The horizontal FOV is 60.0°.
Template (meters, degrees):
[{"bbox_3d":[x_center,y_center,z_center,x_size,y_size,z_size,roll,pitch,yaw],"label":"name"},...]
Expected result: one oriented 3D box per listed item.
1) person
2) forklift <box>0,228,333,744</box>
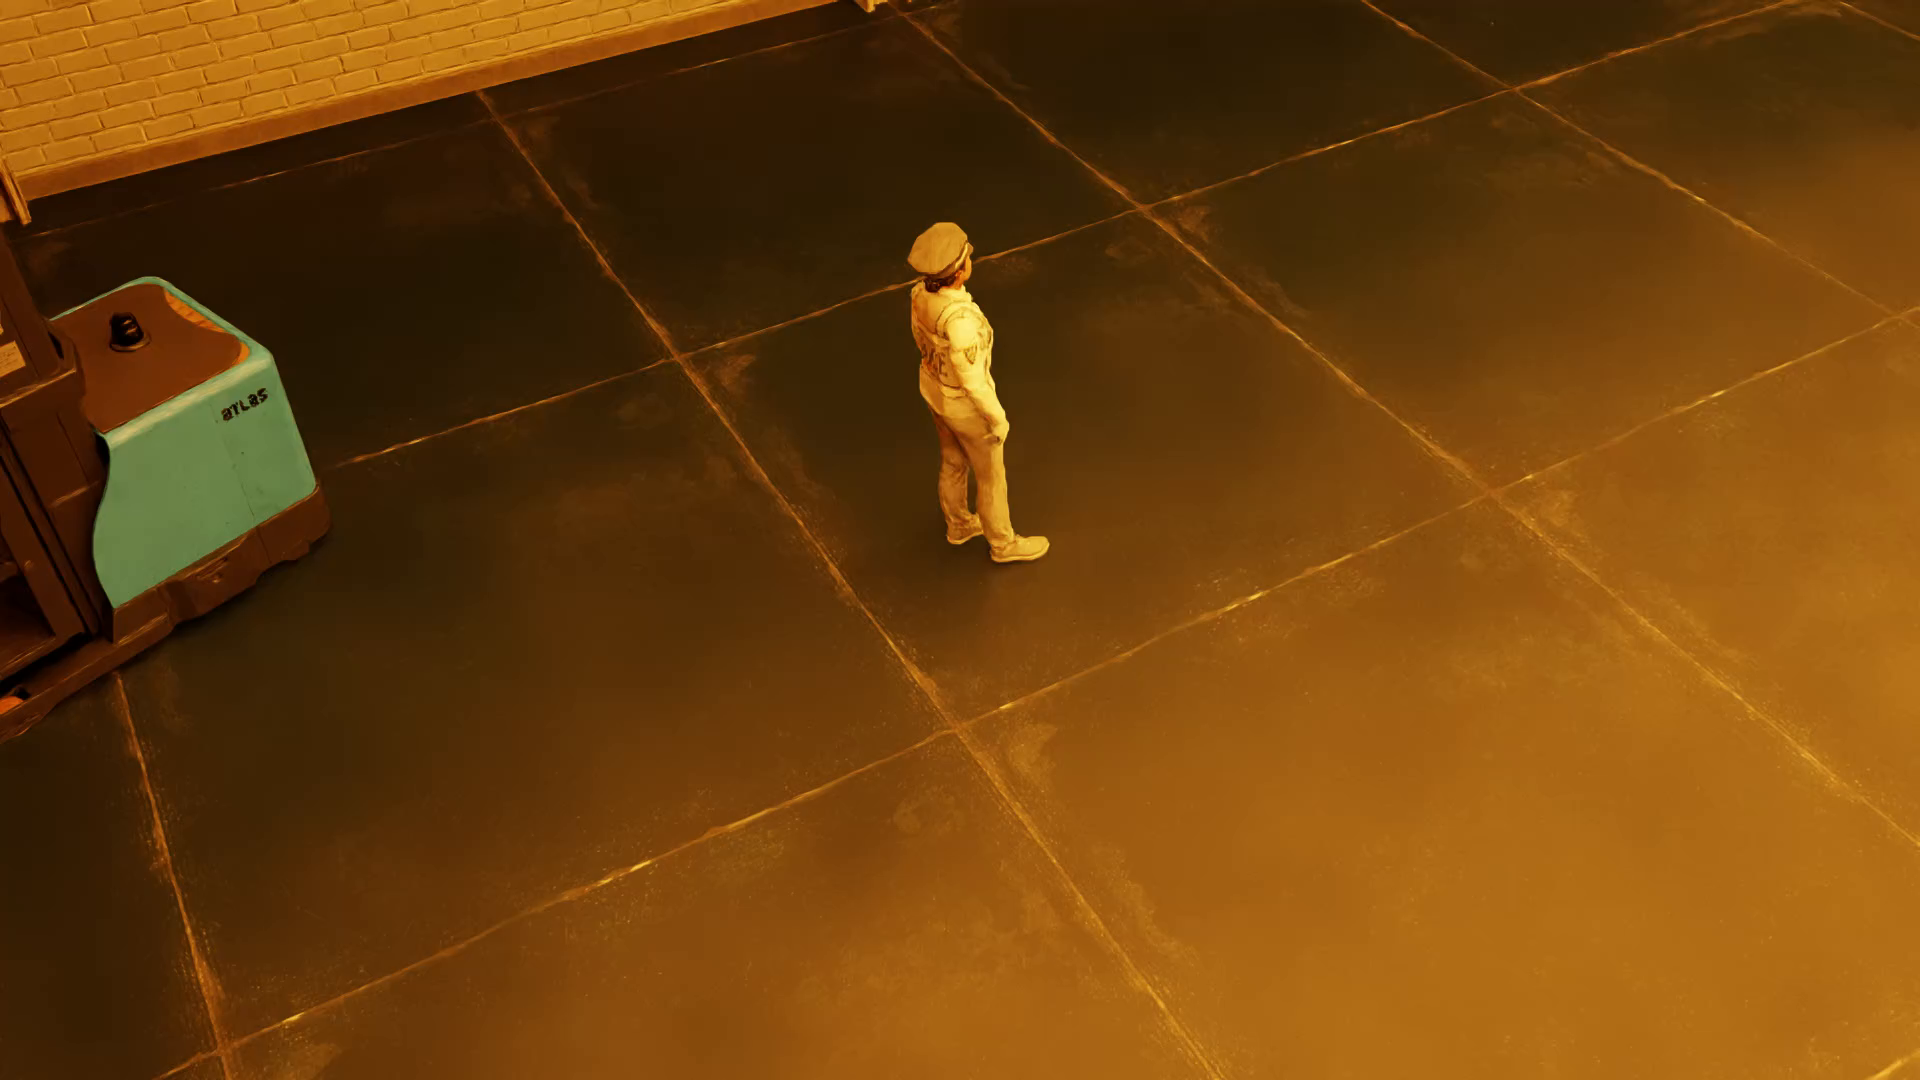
[{"bbox_3d":[0.067,-0.640,7.286,0.533,1.695,0.568,-21,47,-21],"label":"person"},{"bbox_3d":[-4.284,-0.540,6.280,1.130,2.935,3.031,30,50,28],"label":"forklift"}]
